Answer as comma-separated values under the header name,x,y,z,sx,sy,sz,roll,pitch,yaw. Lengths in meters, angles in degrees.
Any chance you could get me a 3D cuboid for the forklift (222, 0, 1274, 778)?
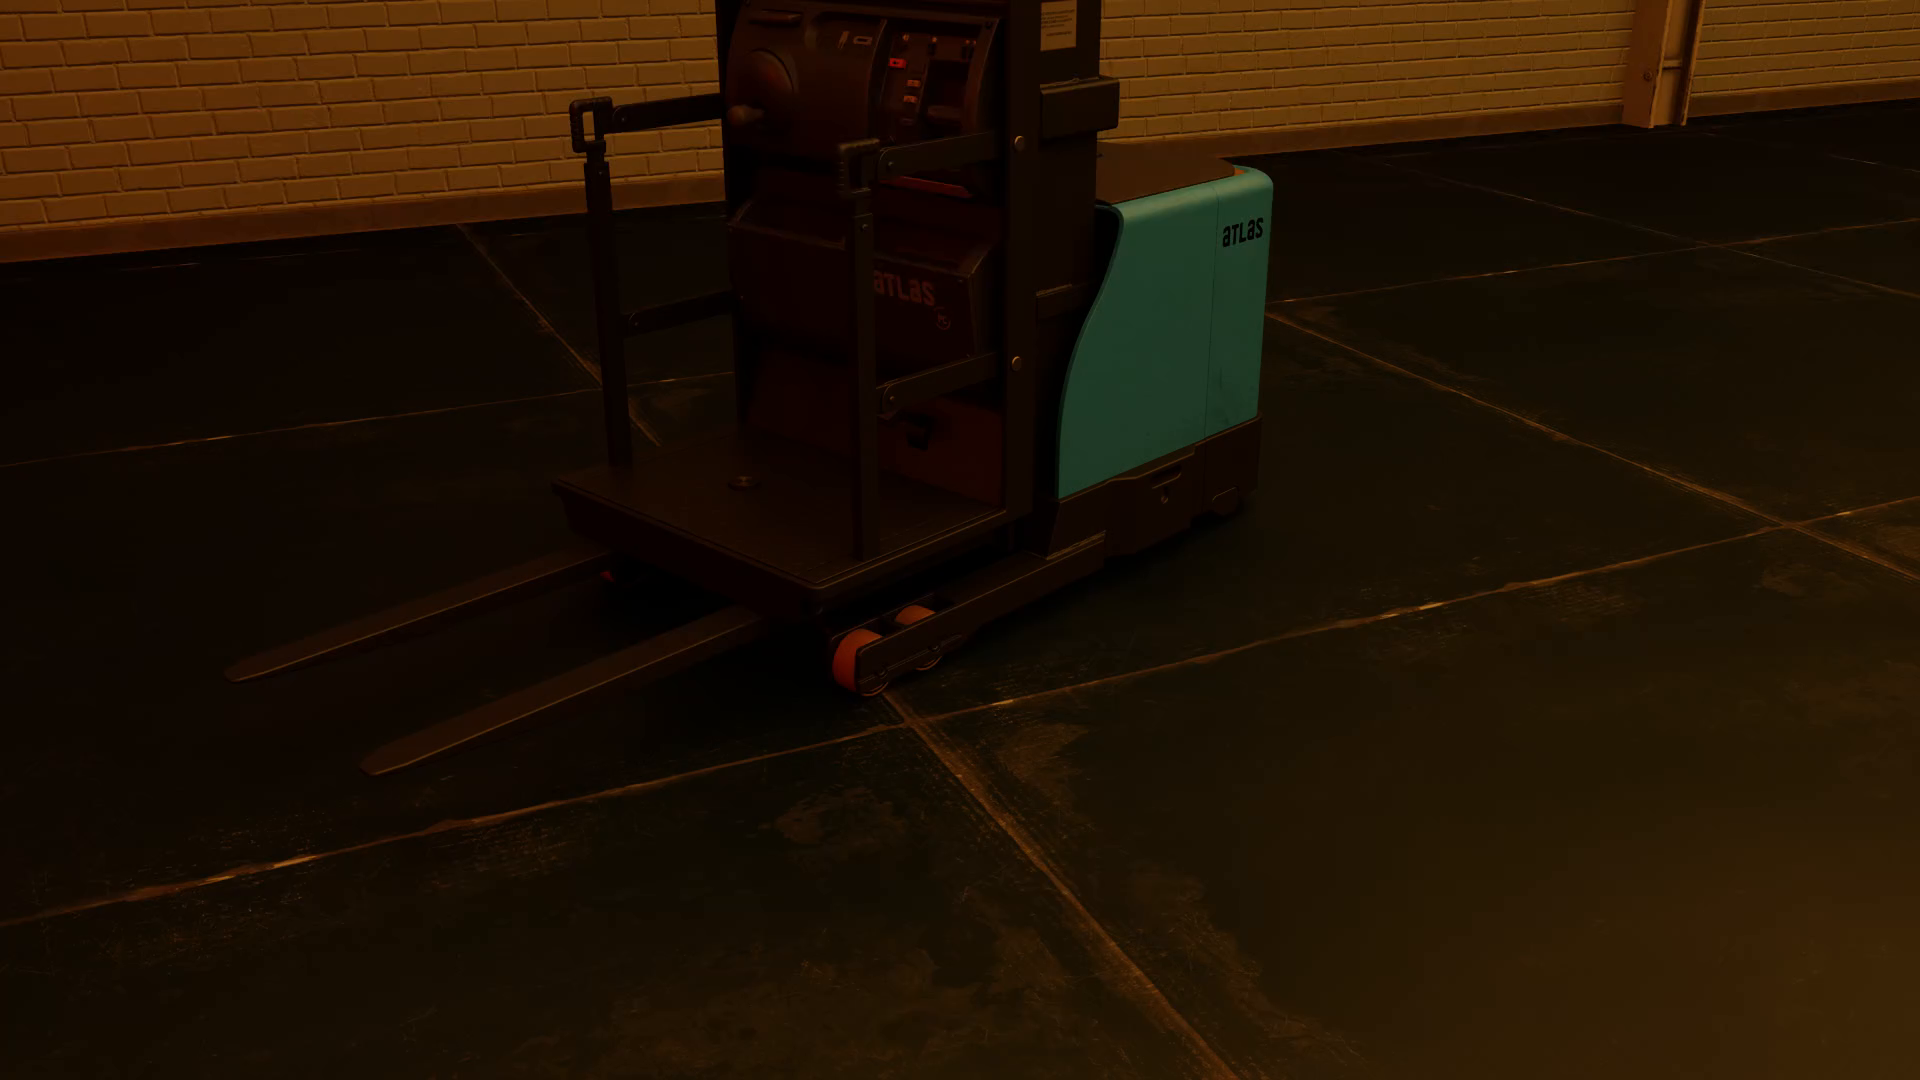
name,x,y,z,sx,sy,sz,roll,pitch,yaw
forklift,-0.413,-1.182,4.131,1.130,2.935,3.031,19,29,39
